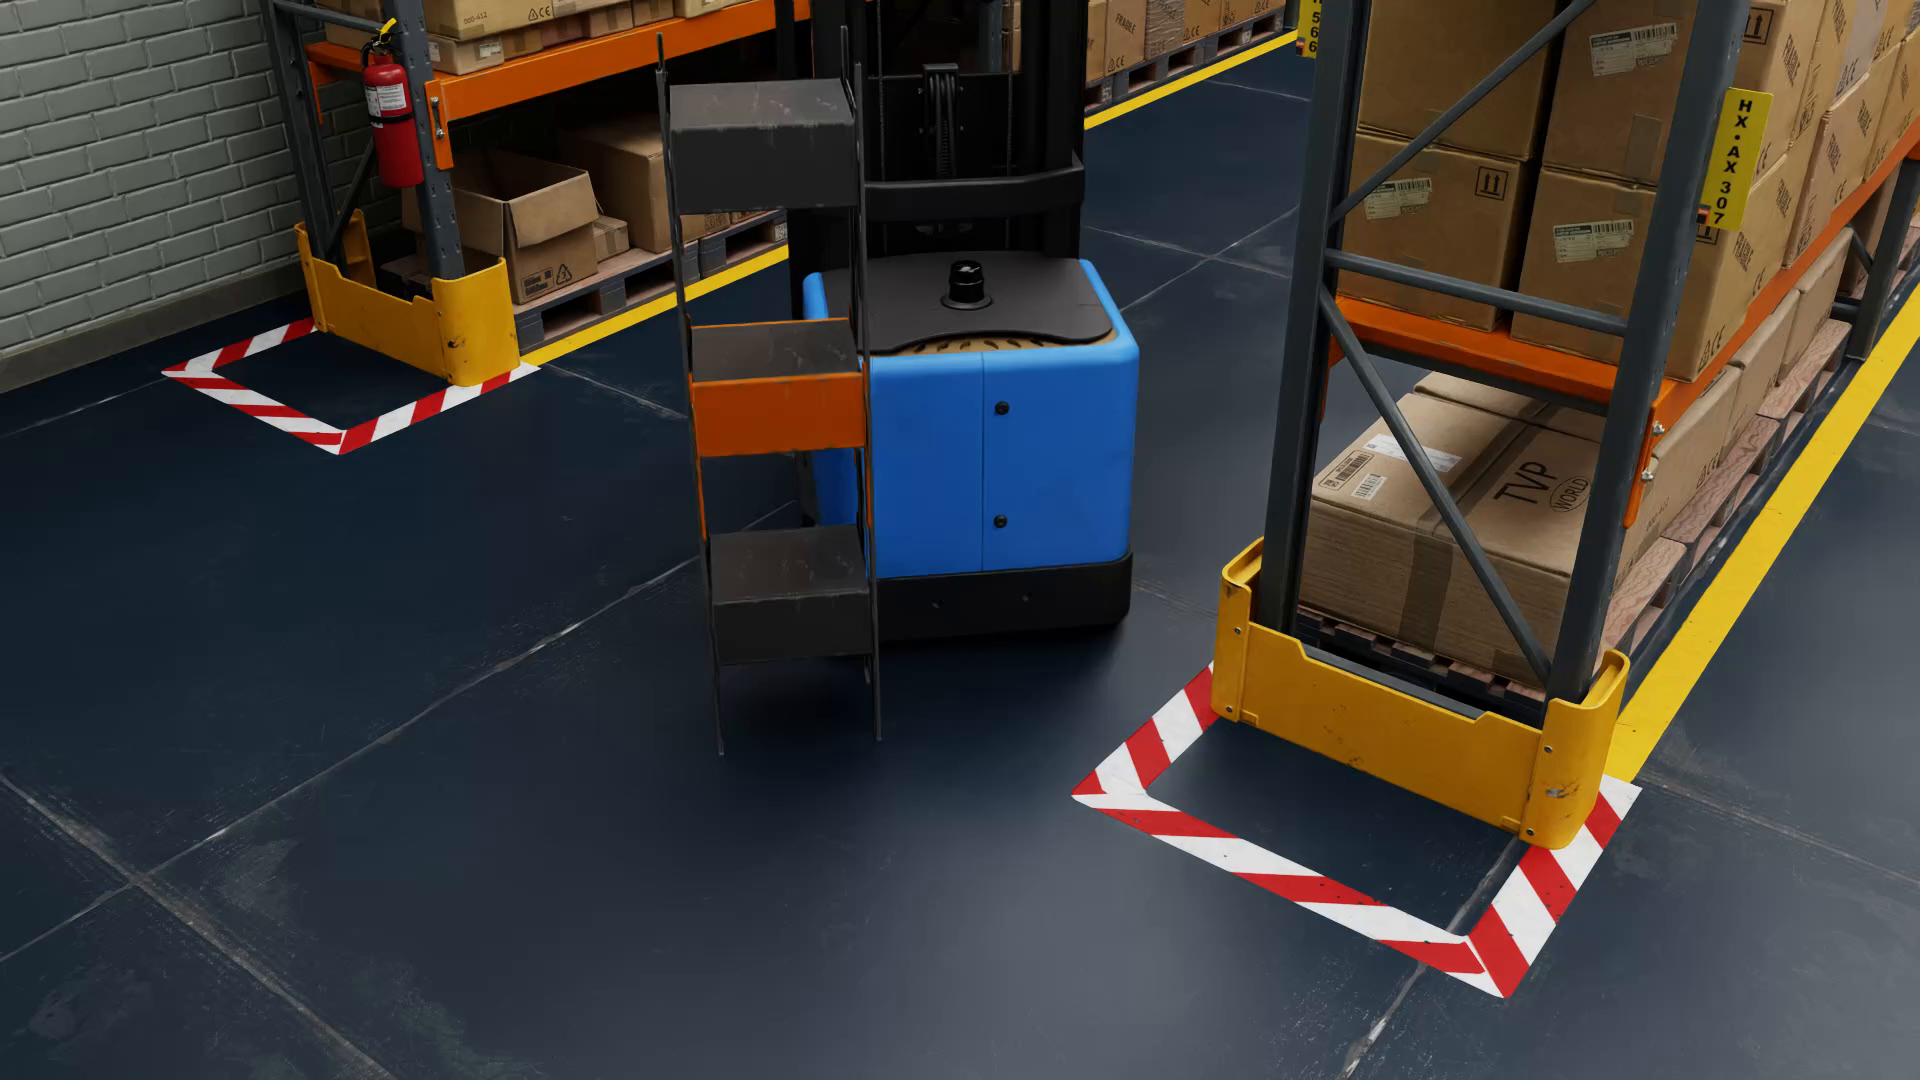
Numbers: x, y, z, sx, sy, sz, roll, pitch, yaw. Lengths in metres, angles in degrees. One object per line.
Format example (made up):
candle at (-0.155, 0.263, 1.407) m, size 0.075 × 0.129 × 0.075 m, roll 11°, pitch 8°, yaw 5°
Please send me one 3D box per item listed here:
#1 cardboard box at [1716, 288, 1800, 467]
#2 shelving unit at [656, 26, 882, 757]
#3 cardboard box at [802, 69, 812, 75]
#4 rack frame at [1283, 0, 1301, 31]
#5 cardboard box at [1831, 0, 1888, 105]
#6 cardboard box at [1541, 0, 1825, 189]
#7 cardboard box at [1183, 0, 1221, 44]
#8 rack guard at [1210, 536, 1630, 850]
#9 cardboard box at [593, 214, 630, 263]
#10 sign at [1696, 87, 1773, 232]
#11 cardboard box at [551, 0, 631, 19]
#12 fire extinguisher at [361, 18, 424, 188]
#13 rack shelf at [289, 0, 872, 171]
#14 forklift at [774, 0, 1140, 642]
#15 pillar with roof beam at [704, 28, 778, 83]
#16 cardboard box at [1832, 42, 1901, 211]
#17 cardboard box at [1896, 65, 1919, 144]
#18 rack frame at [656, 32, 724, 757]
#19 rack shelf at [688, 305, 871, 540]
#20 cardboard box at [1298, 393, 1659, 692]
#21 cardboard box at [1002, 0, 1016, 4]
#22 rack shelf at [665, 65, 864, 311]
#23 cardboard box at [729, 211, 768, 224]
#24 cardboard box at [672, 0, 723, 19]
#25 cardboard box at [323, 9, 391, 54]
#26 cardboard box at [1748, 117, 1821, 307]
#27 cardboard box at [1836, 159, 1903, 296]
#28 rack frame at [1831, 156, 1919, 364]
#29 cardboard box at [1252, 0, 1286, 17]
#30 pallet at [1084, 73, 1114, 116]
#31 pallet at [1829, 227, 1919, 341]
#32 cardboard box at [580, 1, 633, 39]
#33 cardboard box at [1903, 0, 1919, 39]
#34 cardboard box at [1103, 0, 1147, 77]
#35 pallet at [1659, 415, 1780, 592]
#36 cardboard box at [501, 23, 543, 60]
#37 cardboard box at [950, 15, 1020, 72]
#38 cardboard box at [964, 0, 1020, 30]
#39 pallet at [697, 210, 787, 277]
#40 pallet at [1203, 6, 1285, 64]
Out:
cardboard box at (2.772, -0.768, 6.705) m, size 0.875 × 0.438 × 0.875 m, roll 20°, pitch 36°, yaw 30°
shelving unit at (-0.523, -0.355, 4.790) m, size 0.503 × 2.100 × 0.431 m, roll -4°, pitch 31°, yaw -7°
cardboard box at (-0.771, -2.630, 9.971) m, size 0.500 × 0.311 × 0.500 m, roll 23°, pitch 37°, yaw 33°
rack frame at (2.231, -5.428, 12.466) m, size 1.000 × 3.000 × 0.127 m, roll 21°, pitch 37°, yaw 31°
cardboard box at (2.489, -1.654, 5.020) m, size 0.500 × 0.500 × 0.500 m, roll 21°, pitch 36°, yaw 31°
cardboard box at (1.878, -1.230, 4.305) m, size 0.500 × 0.500 × 0.500 m, roll 20°, pitch 36°, yaw 30°
cardboard box at (1.523, -3.881, 11.897) m, size 0.500 × 0.500 × 0.500 m, roll 23°, pitch 38°, yaw 33°
rack guard at (1.347, 0.435, 5.025) m, size 1.175 × 0.500 × 0.348 m, roll 21°, pitch 37°, yaw 31°
cardboard box at (-1.866, -1.510, 8.240) m, size 0.380 × 0.149 × 0.250 m, roll 20°, pitch 36°, yaw 29°
sign at (1.800, -0.883, 3.871) m, size 0.100 × 0.325 × 0.005 m, roll 21°, pitch 37°, yaw 31°
cardboard box at (-1.805, -2.546, 7.459) m, size 0.500 × 0.250 × 0.500 m, roll 22°, pitch 37°, yaw 32°
fire extinguisher at (-2.318, -1.780, 6.753) m, size 0.296 × 0.674 × 0.183 m, roll 21°, pitch 37°, yaw 31°
rack shelf at (-1.391, -2.679, 8.534) m, size 1.077 × 0.370 × 4.000 m, roll 21°, pitch 37°, yaw 31°
forklift at (-0.132, -1.648, 6.157) m, size 1.130 × 2.935 × 3.031 m, roll -4°, pitch 31°, yaw -7°
pillar with roof beam at (2.110, -5.052, 5.948) m, size 9.100 × 9.000 × 0.400 m, roll 21°, pitch 37°, yaw 31°
cardboard box at (2.774, -1.424, 5.612) m, size 0.500 × 0.500 × 0.500 m, roll 22°, pitch 37°, yaw 33°
cardboard box at (3.394, -1.841, 6.316) m, size 0.500 × 0.500 × 0.500 m, roll 20°, pitch 36°, yaw 30°
rack frame at (-0.765, -0.337, 4.758) m, size 0.015 × 2.100 × 0.400 m, roll -4°, pitch 31°, yaw -7°
rack shelf at (-0.523, -0.344, 4.797) m, size 0.480 × 0.518 × 0.431 m, roll -4°, pitch 31°, yaw -7°
cardboard box at (1.680, -0.027, 5.455) m, size 0.875 × 0.438 × 0.875 m, roll 20°, pitch 36°, yaw 30°
cardboard box at (0.197, -3.397, 10.151) m, size 0.380 × 0.149 × 0.250 m, roll 20°, pitch 36°, yaw 30°
rack shelf at (-0.523, -0.946, 4.440) m, size 0.480 × 0.518 × 0.431 m, roll -4°, pitch 31°, yaw -7°
cardboard box at (-1.207, -2.020, 8.757) m, size 0.500 × 0.500 × 0.500 m, roll 22°, pitch 37°, yaw 32°
cardboard box at (-1.363, -2.625, 7.984) m, size 0.380 × 0.149 × 0.250 m, roll 20°, pitch 36°, yaw 30°
cardboard box at (-2.612, -2.285, 7.410) m, size 0.380 × 0.149 × 0.250 m, roll 21°, pitch 36°, yaw 31°
cardboard box at (2.163, -1.014, 4.920) m, size 0.500 × 0.500 × 0.500 m, roll 21°, pitch 36°, yaw 31°
cardboard box at (4.087, -1.819, 8.049) m, size 0.875 × 0.875 × 0.875 m, roll 22°, pitch 37°, yaw 33°
rack frame at (3.776, -2.276, 7.148) m, size 1.000 × 3.000 × 0.127 m, roll 21°, pitch 37°, yaw 31°
cardboard box at (2.147, -4.295, 12.595) m, size 0.500 × 0.500 × 0.500 m, roll 22°, pitch 37°, yaw 33°
pallet at (0.277, -2.944, 11.011) m, size 1.003 × 0.211 × 1.213 m, roll 21°, pitch 37°, yaw 31°
pallet at (4.182, -1.413, 8.427) m, size 1.003 × 0.211 × 1.213 m, roll 21°, pitch 37°, yaw 31°
cardboard box at (-1.732, -2.436, 7.665) m, size 0.380 × 0.149 × 0.250 m, roll 22°, pitch 37°, yaw 33°
cardboard box at (3.099, -2.058, 5.702) m, size 0.500 × 0.500 × 0.500 m, roll 22°, pitch 37°, yaw 32°
cardboard box at (0.906, -3.455, 11.178) m, size 0.500 × 0.500 × 0.500 m, roll 20°, pitch 36°, yaw 30°
pallet at (2.519, -0.293, 6.537) m, size 1.003 × 0.211 × 1.213 m, roll 21°, pitch 37°, yaw 31°
cardboard box at (-2.064, -2.235, 7.325) m, size 0.380 × 0.149 × 0.250 m, roll 22°, pitch 37°, yaw 32°
cardboard box at (0.288, -3.034, 10.468) m, size 0.500 × 0.500 × 0.500 m, roll 23°, pitch 38°, yaw 33°
cardboard box at (0.245, -3.250, 10.195) m, size 0.380 × 0.149 × 0.250 m, roll 23°, pitch 38°, yaw 33°
pallet at (-1.335, -1.825, 9.123) m, size 1.003 × 0.211 × 1.213 m, roll 21°, pitch 37°, yaw 31°
pallet at (1.750, -3.936, 12.685) m, size 1.003 × 0.211 × 1.213 m, roll 21°, pitch 37°, yaw 31°
